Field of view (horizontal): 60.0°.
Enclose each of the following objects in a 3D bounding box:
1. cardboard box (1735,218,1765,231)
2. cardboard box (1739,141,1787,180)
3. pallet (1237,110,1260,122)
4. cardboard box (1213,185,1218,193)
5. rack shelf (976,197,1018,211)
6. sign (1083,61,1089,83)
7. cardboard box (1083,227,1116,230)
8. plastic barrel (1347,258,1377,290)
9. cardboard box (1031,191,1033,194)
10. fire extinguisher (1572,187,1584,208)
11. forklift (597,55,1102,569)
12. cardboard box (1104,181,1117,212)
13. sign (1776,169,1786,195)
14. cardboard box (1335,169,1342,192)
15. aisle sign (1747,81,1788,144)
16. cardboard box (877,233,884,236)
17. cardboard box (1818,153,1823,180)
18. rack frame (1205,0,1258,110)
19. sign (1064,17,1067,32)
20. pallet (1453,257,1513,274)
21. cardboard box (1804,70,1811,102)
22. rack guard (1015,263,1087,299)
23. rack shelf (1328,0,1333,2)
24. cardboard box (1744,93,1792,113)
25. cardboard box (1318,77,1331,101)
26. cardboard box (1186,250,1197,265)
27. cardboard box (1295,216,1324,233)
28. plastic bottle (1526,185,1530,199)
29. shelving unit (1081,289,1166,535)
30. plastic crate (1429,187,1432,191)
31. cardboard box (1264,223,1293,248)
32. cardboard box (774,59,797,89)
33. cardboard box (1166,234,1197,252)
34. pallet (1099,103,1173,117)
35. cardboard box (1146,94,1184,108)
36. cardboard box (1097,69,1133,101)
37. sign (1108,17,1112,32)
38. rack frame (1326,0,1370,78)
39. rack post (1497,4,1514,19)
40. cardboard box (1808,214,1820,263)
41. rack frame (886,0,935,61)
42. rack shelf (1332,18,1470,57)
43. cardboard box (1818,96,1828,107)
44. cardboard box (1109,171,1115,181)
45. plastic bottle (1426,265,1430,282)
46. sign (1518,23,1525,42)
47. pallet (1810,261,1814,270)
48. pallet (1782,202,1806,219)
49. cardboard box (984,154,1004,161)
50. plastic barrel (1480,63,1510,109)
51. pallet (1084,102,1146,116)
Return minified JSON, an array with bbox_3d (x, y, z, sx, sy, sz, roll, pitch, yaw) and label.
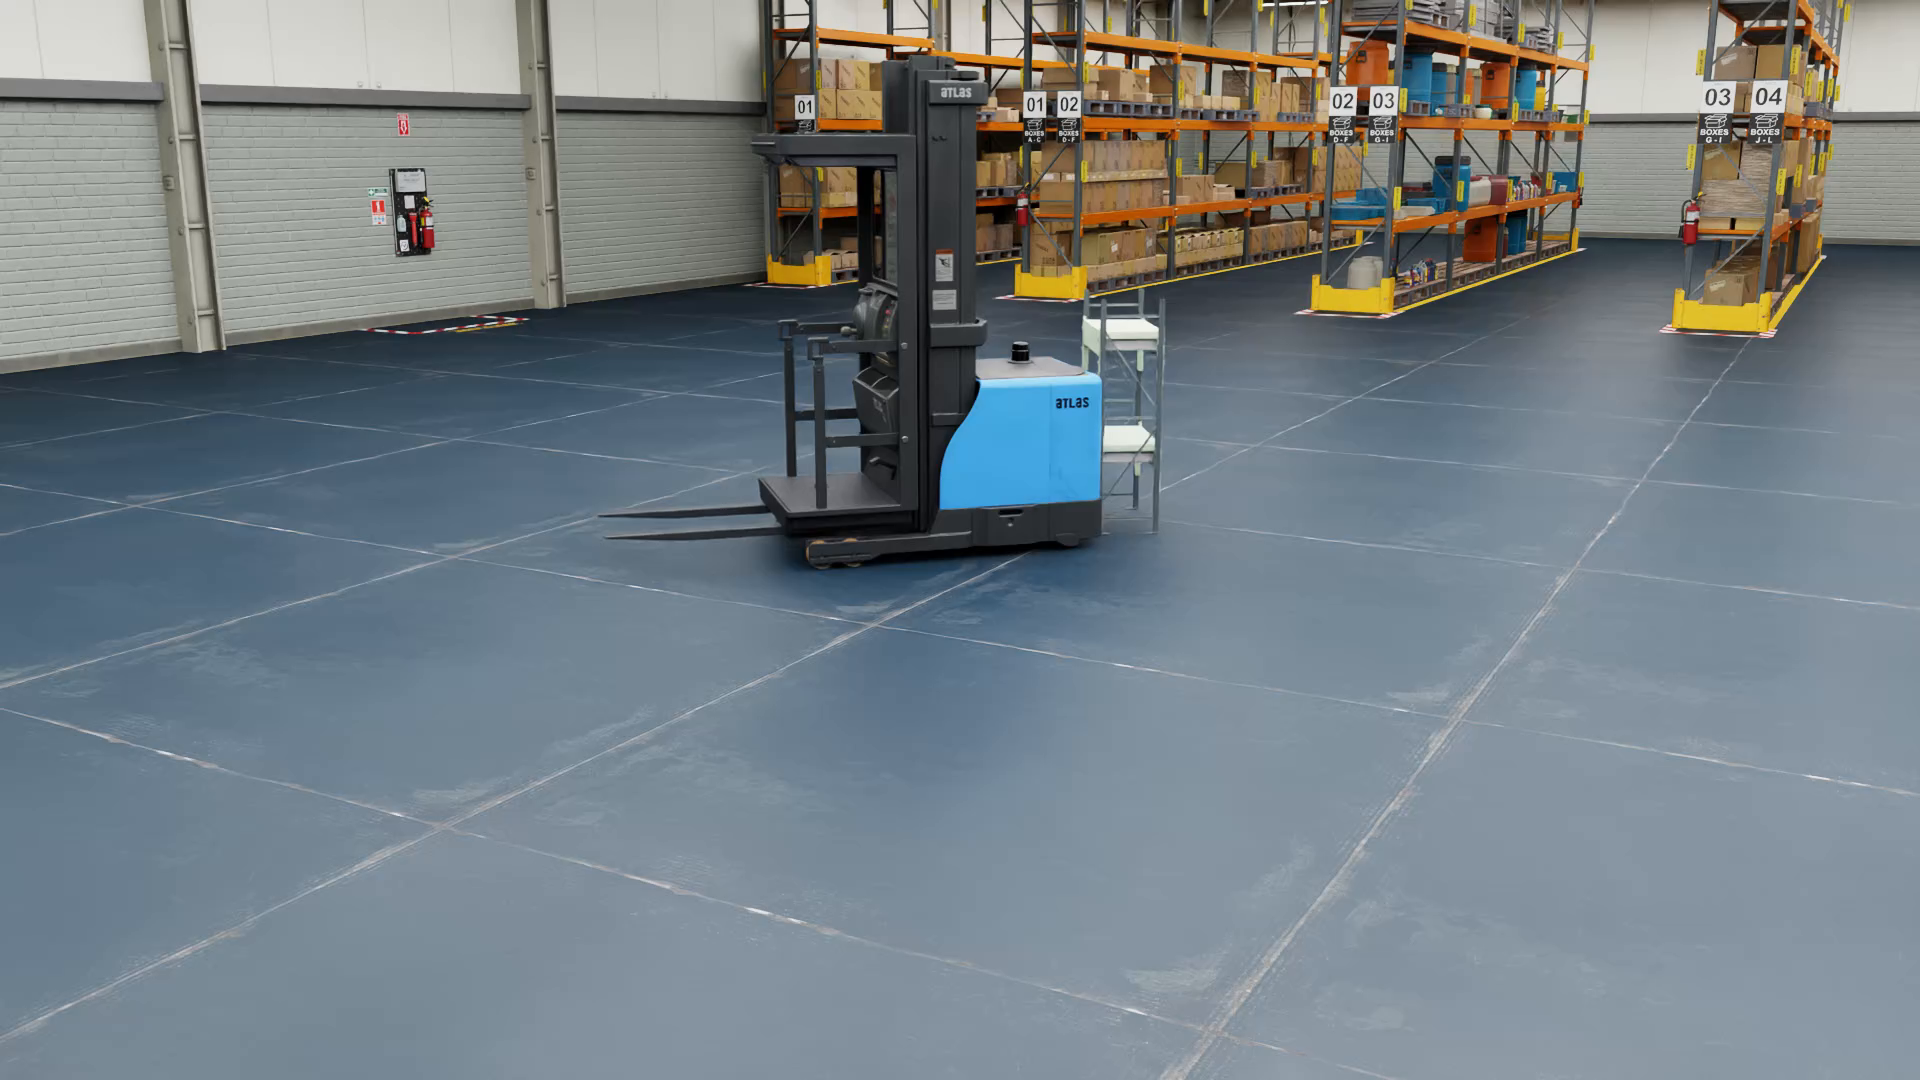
[{"bbox_3d":[10.487,-4.184,22.025,0.380,0.149,0.250,7,15,28],"label":"cardboard box"},{"bbox_3d":[10.645,-5.036,22.041,0.500,0.500,0.500,7,15,28],"label":"cardboard box"},{"bbox_3d":[5.088,-8.256,32.382,1.213,0.211,1.003,8,16,31],"label":"pallet"},{"bbox_3d":[4.736,-6.834,32.672,0.500,0.311,0.500,7,15,27],"label":"cardboard box"},{"bbox_3d":[0.033,-6.840,34.039,1.077,0.370,4.000,7,15,28],"label":"rack shelf"},{"bbox_3d":[1.953,-7.255,25.794,0.100,0.325,0.005,7,15,28],"label":"sign"},{"bbox_3d":[2.422,-5.186,29.014,0.500,0.500,0.500,7,15,28],"label":"cardboard box"},{"bbox_3d":[6.056,-3.974,25.031,0.421,0.512,0.421,0,14,0],"label":"plastic barrel"},{"bbox_3d":[1.361,-7.529,35.855,0.380,0.149,0.250,7,15,27],"label":"cardboard box"},{"bbox_3d":[14.010,-7.879,37.776,0.296,0.674,0.183,7,15,28],"label":"fire extinguisher"},{"bbox_3d":[-0.694,-1.393,10.057,3.031,2.935,1.130,-4,14,-15],"label":"forklift"},{"bbox_3d":[2.202,-5.750,27.772,0.700,0.500,0.500,7,15,28],"label":"cardboard box"},{"bbox_3d":[10.615,-4.634,21.508,0.100,0.325,0.005,7,15,28],"label":"sign"},{"bbox_3d":[8.489,-8.294,38.325,0.500,0.500,0.500,7,15,27],"label":"cardboard box"},{"bbox_3d":[10.373,-5.492,21.366,0.394,0.787,0.004,7,15,28],"label":"aisle sign"},{"bbox_3d":[-1.401,-5.560,31.592,0.500,0.500,0.500,6,15,24],"label":"cardboard box"},{"bbox_3d":[16.642,-7.342,32.674,0.500,0.500,0.500,7,15,28],"label":"cardboard box"},{"bbox_3d":[5.338,-9.956,32.628,1.000,3.000,0.127,7,15,28],"label":"rack frame"},{"bbox_3d":[2.459,-11.936,38.511,0.100,0.325,0.005,7,15,28],"label":"sign"},{"bbox_3d":[10.017,-5.288,32.018,1.003,0.211,1.213,7,15,28],"label":"pallet"},{"bbox_3d":[12.843,-7.087,26.011,0.797,0.503,0.637,8,16,30],"label":"cardboard box"},{"bbox_3d":[1.459,-4.178,26.796,1.175,0.500,0.348,7,15,28],"label":"rack guard"},{"bbox_3d":[8.238,-12.453,37.429,1.077,0.370,4.000,7,15,28],"label":"rack shelf"},{"bbox_3d":[10.599,-5.730,21.819,0.500,0.250,0.500,8,16,30],"label":"cardboard box"},{"bbox_3d":[7.839,-10.043,37.046,0.700,0.500,0.500,7,15,28],"label":"cardboard box"},{"bbox_3d":[4.064,-5.245,30.862,0.500,0.250,0.500,8,16,29],"label":"cardboard box"},{"bbox_3d":[8.175,-7.246,38.578,0.797,0.503,0.637,7,15,28],"label":"cardboard box"},{"bbox_3d":[11.278,-6.942,33.192,0.152,0.276,0.135,7,15,28],"label":"plastic bottle"},{"bbox_3d":[1.049,-0.852,10.867,0.431,1.500,0.755,-1,14,-4],"label":"shelving unit"},{"bbox_3d":[7.999,-5.910,28.683,0.392,0.384,0.575,7,15,28],"label":"plastic crate"},{"bbox_3d":[6.794,-6.521,35.579,0.500,0.500,0.500,8,16,29],"label":"cardboard box"},{"bbox_3d":[-2.888,-8.079,28.855,0.500,0.500,0.500,8,16,31],"label":"cardboard box"},{"bbox_3d":[4.068,-5.517,30.793,0.500,0.311,0.500,7,15,27],"label":"cardboard box"},{"bbox_3d":[3.014,-7.456,28.848,1.003,0.211,1.213,7,15,28],"label":"pallet"},{"bbox_3d":[3.710,-7.933,30.064,0.500,0.250,0.500,9,16,34],"label":"cardboard box"},{"bbox_3d":[2.512,-7.487,27.379,0.500,0.500,0.500,7,15,28],"label":"cardboard box"},{"bbox_3d":[3.414,-11.770,37.994,0.100,0.325,0.005,7,15,28],"label":"sign"},{"bbox_3d":[9.205,-11.597,39.436,1.000,3.000,0.127,7,15,28],"label":"rack frame"},{"bbox_3d":[9.963,-9.815,30.946,0.624,0.289,0.986,7,15,28],"label":"rack post"},{"bbox_3d":[15.649,-5.774,31.722,1.225,0.875,0.875,7,15,28],"label":"cardboard box"},{"bbox_3d":[-0.934,-9.695,31.549,1.000,3.000,0.127,7,15,28],"label":"rack frame"},{"bbox_3d":[6.771,-7.618,25.322,1.077,0.370,4.000,7,15,28],"label":"rack shelf"},{"bbox_3d":[16.908,-8.865,33.180,0.700,0.500,0.500,8,16,30],"label":"cardboard box"},{"bbox_3d":[2.346,-6.030,27.548,0.380,0.149,0.250,7,15,26],"label":"cardboard box"},{"bbox_3d":[7.544,-4.308,26.858,0.061,0.283,0.133,9,16,32],"label":"plastic bottle"},{"bbox_3d":[10.157,-9.176,30.083,0.100,0.325,0.005,7,15,28],"label":"sign"},{"bbox_3d":[16.377,-5.528,33.014,1.003,0.211,1.213,7,15,28],"label":"pallet"},{"bbox_3d":[12.571,-5.142,25.873,1.003,0.211,1.213,7,15,28],"label":"pallet"},{"bbox_3d":[0.716,-8.036,34.929,0.380,0.149,0.250,5,14,19],"label":"cardboard box"},{"bbox_3d":[9.949,-8.464,31.031,0.600,0.830,0.708,7,15,28],"label":"plastic barrel"},{"bbox_3d":[2.423,-7.206,27.814,1.003,0.211,1.213,7,15,28],"label":"pallet"}]
